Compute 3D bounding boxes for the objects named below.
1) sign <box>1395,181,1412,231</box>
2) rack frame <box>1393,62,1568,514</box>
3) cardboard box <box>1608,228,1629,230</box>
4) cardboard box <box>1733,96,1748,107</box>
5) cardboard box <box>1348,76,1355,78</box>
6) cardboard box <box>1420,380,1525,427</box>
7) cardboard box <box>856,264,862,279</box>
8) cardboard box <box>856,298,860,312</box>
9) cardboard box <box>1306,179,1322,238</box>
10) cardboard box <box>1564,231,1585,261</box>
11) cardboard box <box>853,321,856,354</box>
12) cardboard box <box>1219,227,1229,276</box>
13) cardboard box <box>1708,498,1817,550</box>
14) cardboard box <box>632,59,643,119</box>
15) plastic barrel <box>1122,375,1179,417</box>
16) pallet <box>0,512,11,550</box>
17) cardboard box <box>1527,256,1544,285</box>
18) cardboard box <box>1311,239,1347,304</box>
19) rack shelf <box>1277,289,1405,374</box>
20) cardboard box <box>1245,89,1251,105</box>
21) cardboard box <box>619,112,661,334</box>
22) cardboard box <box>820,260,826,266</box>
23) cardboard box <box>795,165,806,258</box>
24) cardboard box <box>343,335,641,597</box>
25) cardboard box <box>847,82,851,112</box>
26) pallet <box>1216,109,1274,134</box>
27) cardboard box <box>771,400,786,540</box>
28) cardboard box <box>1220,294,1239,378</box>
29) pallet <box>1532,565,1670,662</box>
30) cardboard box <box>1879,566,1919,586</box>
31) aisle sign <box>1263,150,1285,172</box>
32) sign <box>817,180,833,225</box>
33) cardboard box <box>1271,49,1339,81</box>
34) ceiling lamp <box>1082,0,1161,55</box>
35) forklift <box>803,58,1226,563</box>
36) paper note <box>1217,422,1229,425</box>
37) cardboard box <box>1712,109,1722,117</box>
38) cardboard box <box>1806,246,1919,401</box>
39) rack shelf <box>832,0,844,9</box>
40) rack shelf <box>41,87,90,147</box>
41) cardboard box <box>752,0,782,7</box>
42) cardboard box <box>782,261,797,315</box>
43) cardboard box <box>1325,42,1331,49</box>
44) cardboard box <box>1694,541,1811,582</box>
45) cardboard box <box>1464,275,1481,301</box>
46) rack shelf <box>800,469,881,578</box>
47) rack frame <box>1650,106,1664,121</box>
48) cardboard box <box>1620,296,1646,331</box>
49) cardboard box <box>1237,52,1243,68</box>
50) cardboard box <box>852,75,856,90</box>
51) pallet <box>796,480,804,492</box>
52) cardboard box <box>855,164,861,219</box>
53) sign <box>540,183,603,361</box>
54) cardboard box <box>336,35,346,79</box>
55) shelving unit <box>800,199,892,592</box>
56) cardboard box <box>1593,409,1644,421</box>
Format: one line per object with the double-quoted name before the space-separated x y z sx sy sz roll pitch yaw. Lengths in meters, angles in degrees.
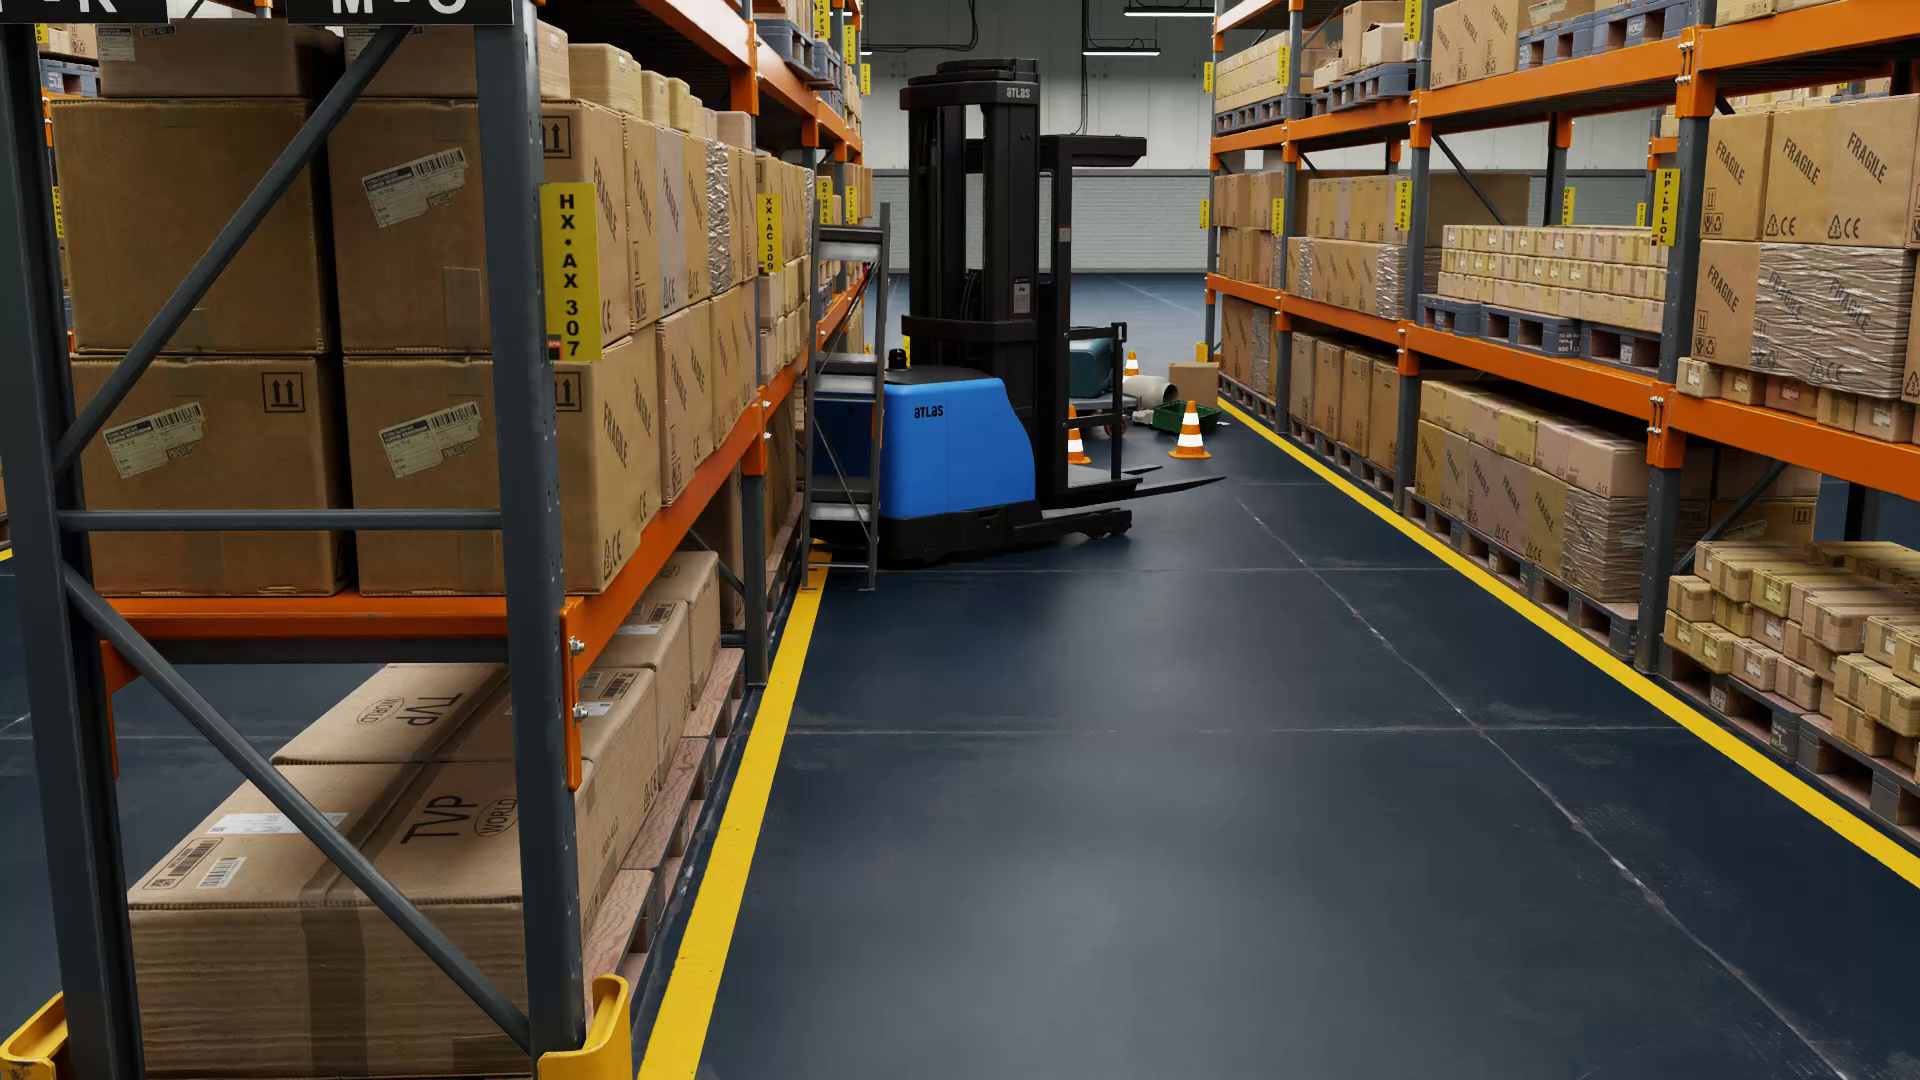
"sign" 2.953 -2.226 11.074 0.100 0.325 0.005 0 11 -1
"rack frame" 3.508 -1.661 11.204 1.000 3.000 0.127 0 11 -1
"cardboard box" 3.993 -1.737 9.656 0.380 0.149 0.250 0 11 -1
"cardboard box" 8.122 -4.480 16.928 0.380 0.149 0.250 0 11 -2
"cardboard box" 3.252 -3.743 12.949 0.396 0.266 0.258 0 11 -1
"cardboard box" 3.280 -0.872 10.655 0.500 0.250 0.500 -1 11 -4
"cardboard box" -1.247 -2.863 17.757 0.380 0.149 0.250 0 11 0
"cardboard box" -1.250 -2.474 17.551 0.380 0.149 0.250 0 11 0
"cardboard box" 3.441 -2.897 14.527 0.700 0.500 0.500 0 11 -2
"cardboard box" 3.370 -1.525 8.612 0.380 0.149 0.250 -1 11 -3
"cardboard box" -1.287 -1.867 16.189 0.500 0.500 0.500 0 11 1
"cardboard box" 3.395 -3.252 18.665 0.875 0.550 0.550 0 11 -1
"cardboard box" 3.840 0.005 8.221 0.500 0.500 0.500 0 11 1
"cardboard box" -0.995 -1.115 4.115 0.380 0.149 0.250 -1 11 -3
"plastic barrel" 1.868 -1.413 16.460 0.512 0.421 0.421 9 15 38
"pallet" -6.424 -0.085 10.445 1.003 0.211 1.213 0 11 -1
"cardboard box" 3.354 -1.483 9.153 0.380 0.149 0.250 0 11 1
"cardboard box" 3.186 -2.200 13.608 0.500 0.500 0.500 0 11 -1
"rack shelf" 3.466 -1.706 13.235 1.077 0.370 4.000 0 11 -1
"cardboard box" 3.065 -4.433 16.644 0.380 0.149 0.250 0 11 -1
"cardboard box" -1.017 -0.769 4.039 0.500 0.500 0.500 -1 11 -3
"cardboard box" -1.235 -2.215 11.879 0.500 0.500 0.500 0 11 2
"cardboard box" -1.145 -1.858 9.404 0.500 0.500 0.500 0 11 -1
"cardboard box" -0.997 -0.176 3.632 0.500 0.500 0.500 0 11 -2
"cardboard box" -1.277 -4.149 15.553 0.500 0.250 0.500 0 11 -2
"pallet" 3.368 -4.531 18.026 1.003 0.211 1.213 0 11 -1
"cardboard box" -1.494 -0.470 9.621 0.875 0.875 0.875 0 11 0
"cardboard box" 3.422 -2.282 18.549 0.875 0.875 0.875 0 11 -1
"pallet" 3.573 0.346 8.324 1.003 0.211 1.213 0 11 -1
"cardboard box" 3.915 0.203 6.630 0.380 0.149 0.250 0 11 -2
"aisle sign" 3.641 -4.541 18.859 0.394 0.787 0.004 0 11 -1
"sign" -0.884 -2.191 10.904 0.100 0.325 0.005 0 11 -1
"cardboard box" 3.158 -4.350 15.235 0.500 0.250 0.500 0 11 -2
"ceiling lamp" 4.143 -14.094 42.716 2.000 3.185 0.800 0 11 -1
"forklift" 0.482 -1.516 10.660 3.031 2.935 1.130 -9 15 -39
"paper note" 2.506 -1.132 16.059 0.147 0.020 0.142 -10 15 -40
"cardboard box" 8.078 -4.351 17.292 0.500 0.250 0.500 0 11 -1
"cardboard box" 3.340 -0.763 5.776 0.500 0.500 0.500 0 11 -2
"rack shelf" -1.481 -4.410 12.479 1.077 0.370 4.000 0 11 -1
"rack shelf" -6.443 -3.115 12.633 1.077 0.370 4.000 0 11 -1
"cardboard box" -1.085 -2.727 7.605 0.500 0.500 0.500 0 11 -2
"cardboard box" -1.106 -1.290 8.492 0.500 0.250 0.500 0 11 0
"cardboard box" 3.734 -4.725 16.081 0.380 0.149 0.250 0 11 -1
"cardboard box" 3.390 0.103 7.125 0.380 0.149 0.250 0 11 1
"cardboard box" 3.327 -1.547 10.217 0.380 0.149 0.250 0 11 2
"rack shelf" -0.674 -0.101 9.304 0.431 0.518 0.480 2 11 -5
"rack frame" 8.303 -6.192 18.447 1.000 3.000 0.127 0 11 -1
"cardboard box" 3.378 -1.079 7.907 0.380 0.149 0.250 0 11 -1
"cardboard box" 3.056 -4.924 17.059 0.380 0.149 0.250 0 11 -2
"cardboard box" -1.237 -4.578 16.663 0.380 0.149 0.250 0 11 0
"pallet" -1.454 -0.410 12.047 1.003 0.211 1.213 0 11 -1
"cardboard box" -1.303 -3.291 15.721 0.700 0.500 0.500 0 11 -1
"sign" -0.719 -0.495 3.077 0.100 0.325 0.005 0 11 -1
"cardboard box" -1.511 -1.008 3.588 0.380 0.149 0.250 0 11 0
"shelving unit" -0.638 -0.800 9.165 0.431 2.100 0.503 2 11 -5
"cardboard box" 3.820 -0.570 9.167 0.500 0.250 0.500 0 11 1
